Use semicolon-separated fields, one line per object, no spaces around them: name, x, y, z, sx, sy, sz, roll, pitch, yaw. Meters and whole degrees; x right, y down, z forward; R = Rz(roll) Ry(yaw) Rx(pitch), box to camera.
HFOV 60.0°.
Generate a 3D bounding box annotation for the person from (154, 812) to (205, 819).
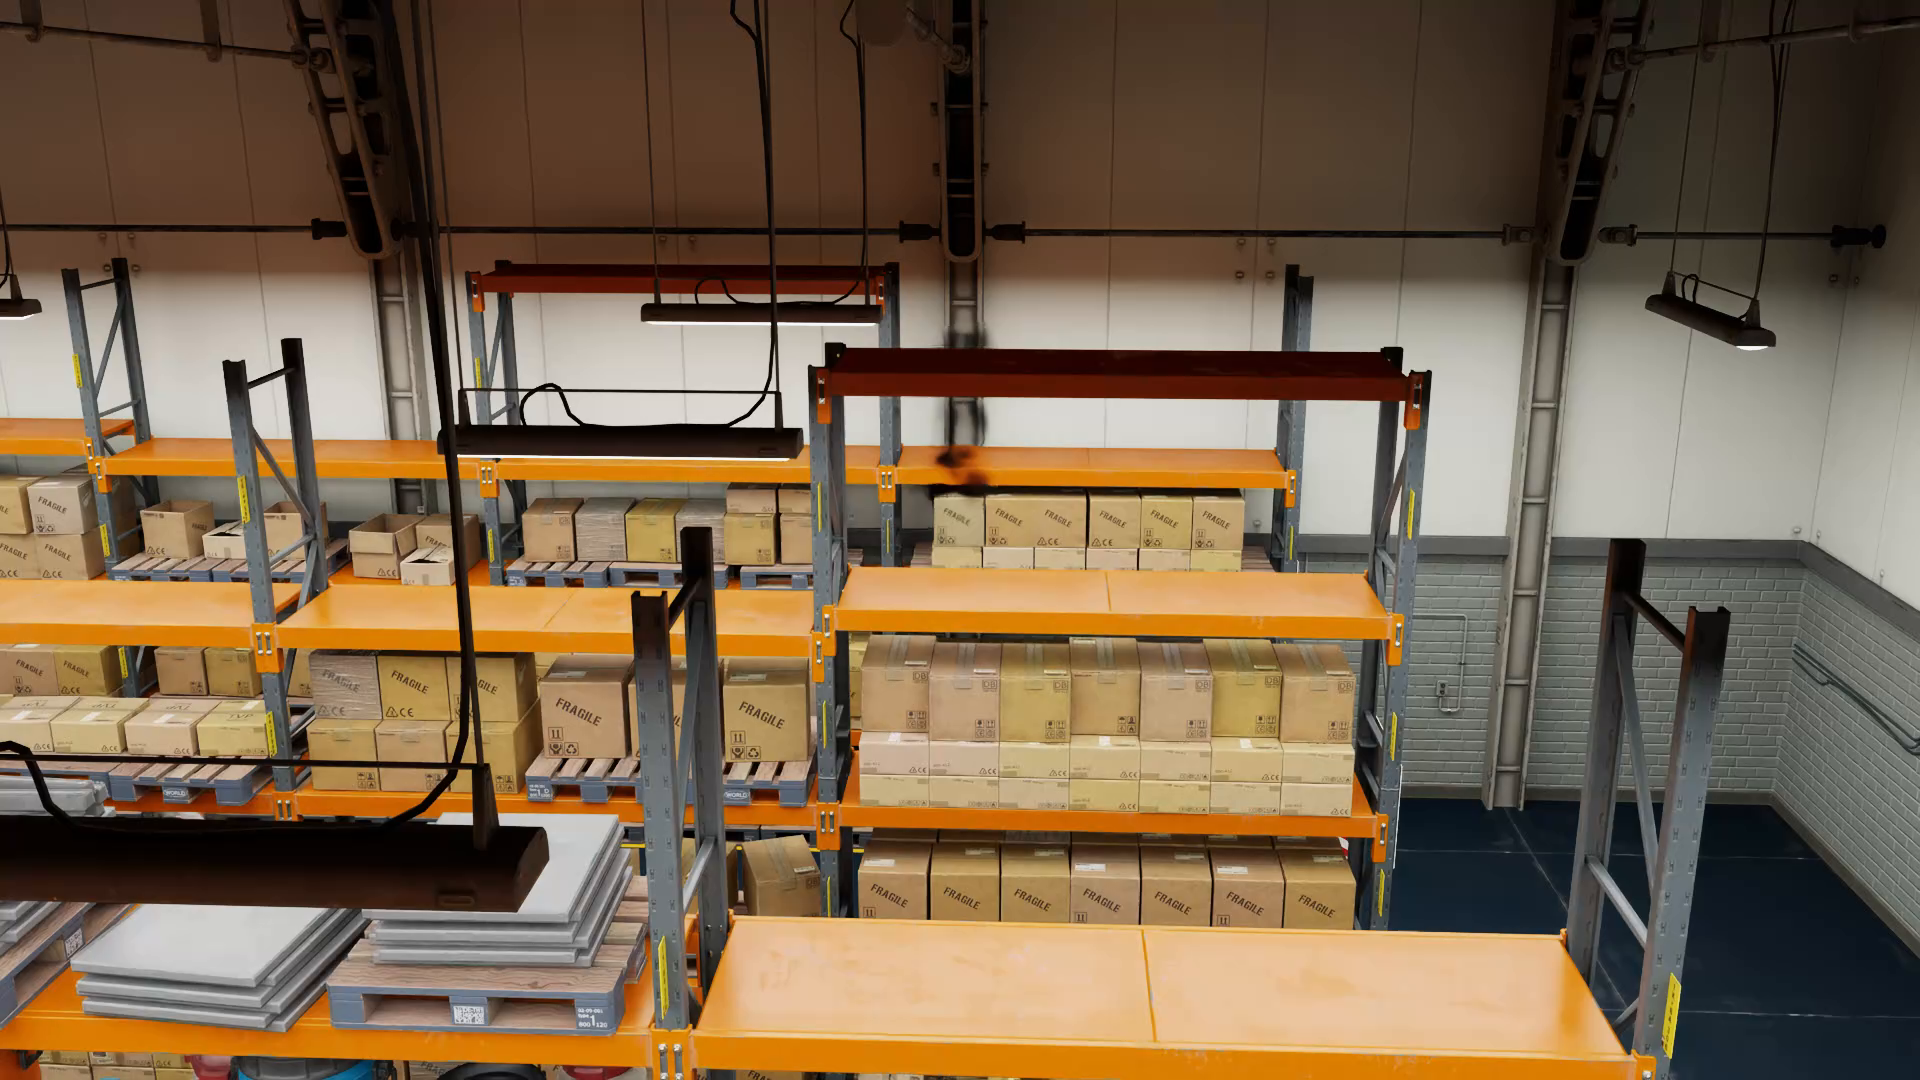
person;-7.223;2.877;15.712;0.905;1.722;0.658;-3;16;-10
